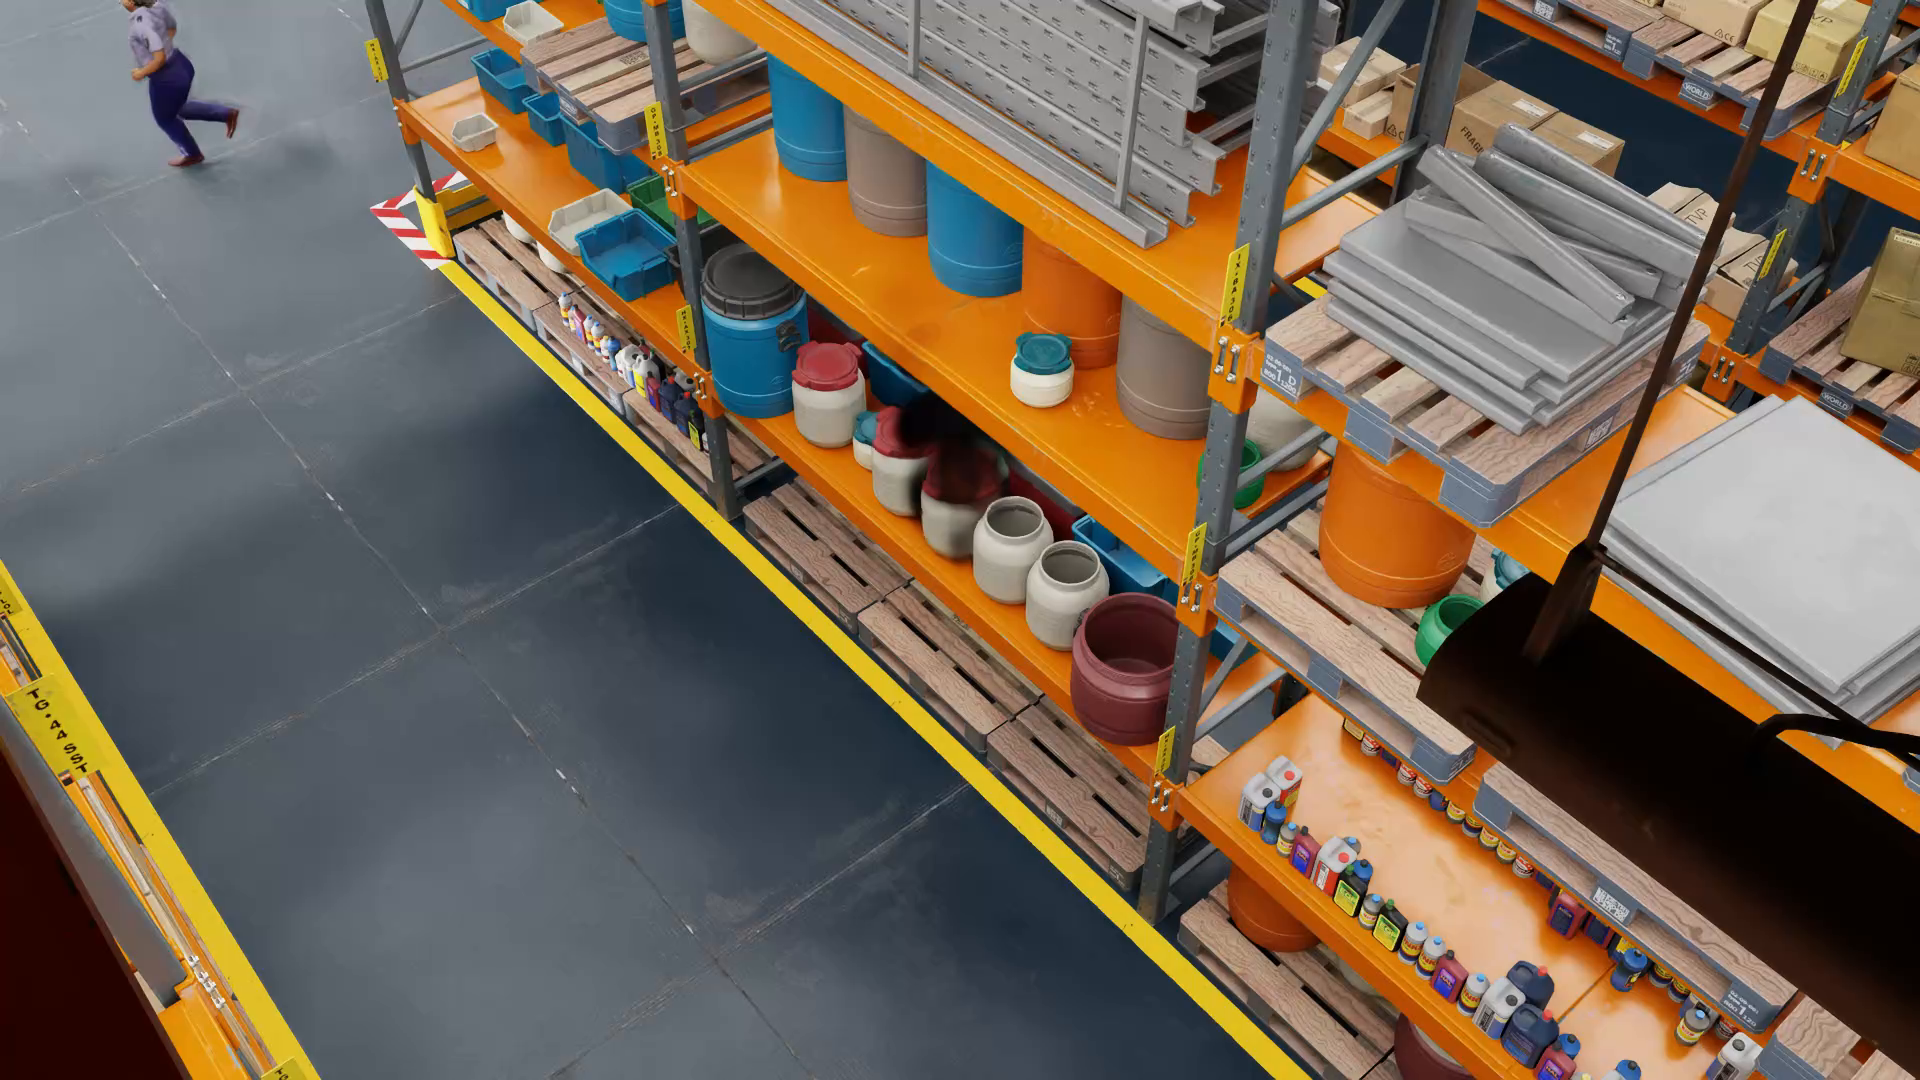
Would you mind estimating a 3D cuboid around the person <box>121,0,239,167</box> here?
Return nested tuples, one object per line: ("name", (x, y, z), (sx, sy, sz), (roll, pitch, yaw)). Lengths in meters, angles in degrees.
("person", (-6.340, -3.750, 13.452), (0.654, 1.630, 0.608), (-6, 47, -6))
